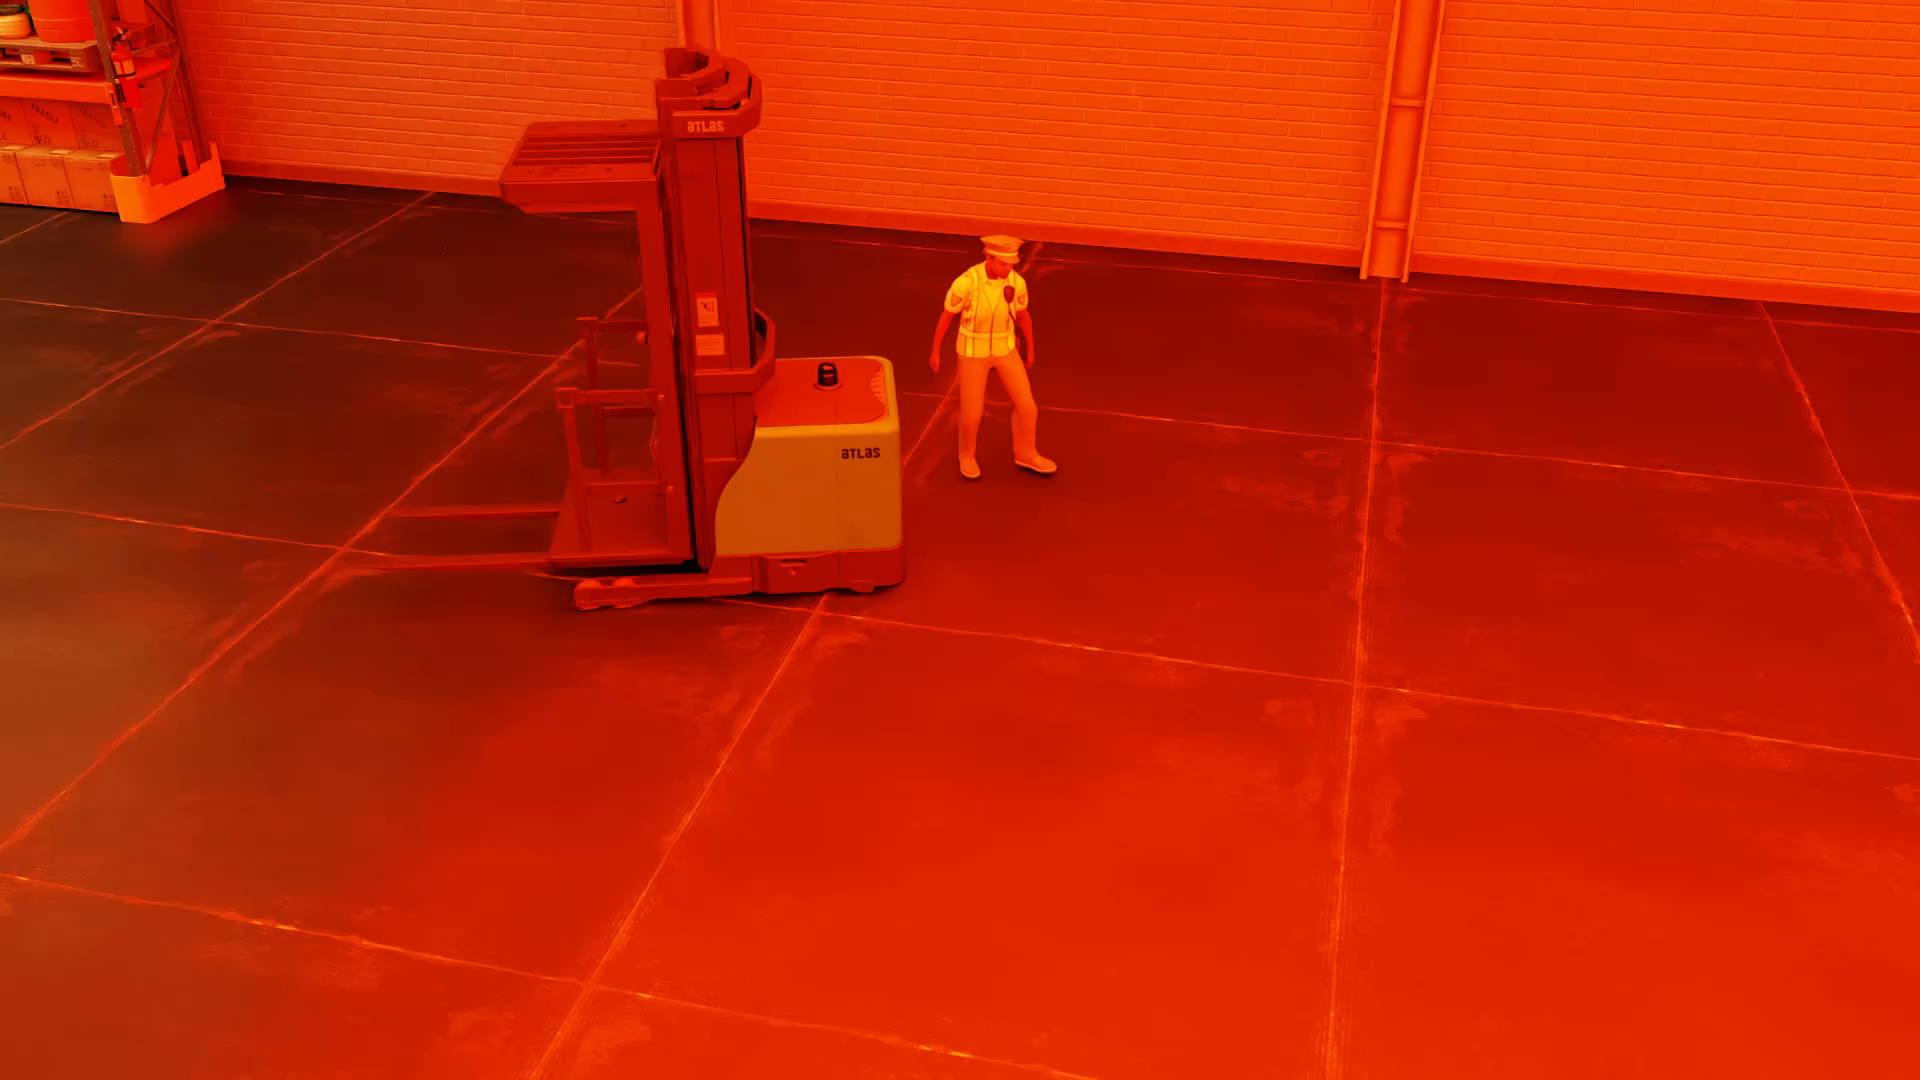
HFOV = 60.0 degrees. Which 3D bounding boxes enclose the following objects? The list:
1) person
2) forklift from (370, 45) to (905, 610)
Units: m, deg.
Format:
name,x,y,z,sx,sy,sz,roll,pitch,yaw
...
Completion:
name,x,y,z,sx,sy,sz,roll,pitch,yaw
person,0.216,-1.163,10.493,0.801,1.628,0.415,-6,30,-11
forklift,-1.863,-1.152,9.203,3.031,2.935,1.130,-2,30,-4
